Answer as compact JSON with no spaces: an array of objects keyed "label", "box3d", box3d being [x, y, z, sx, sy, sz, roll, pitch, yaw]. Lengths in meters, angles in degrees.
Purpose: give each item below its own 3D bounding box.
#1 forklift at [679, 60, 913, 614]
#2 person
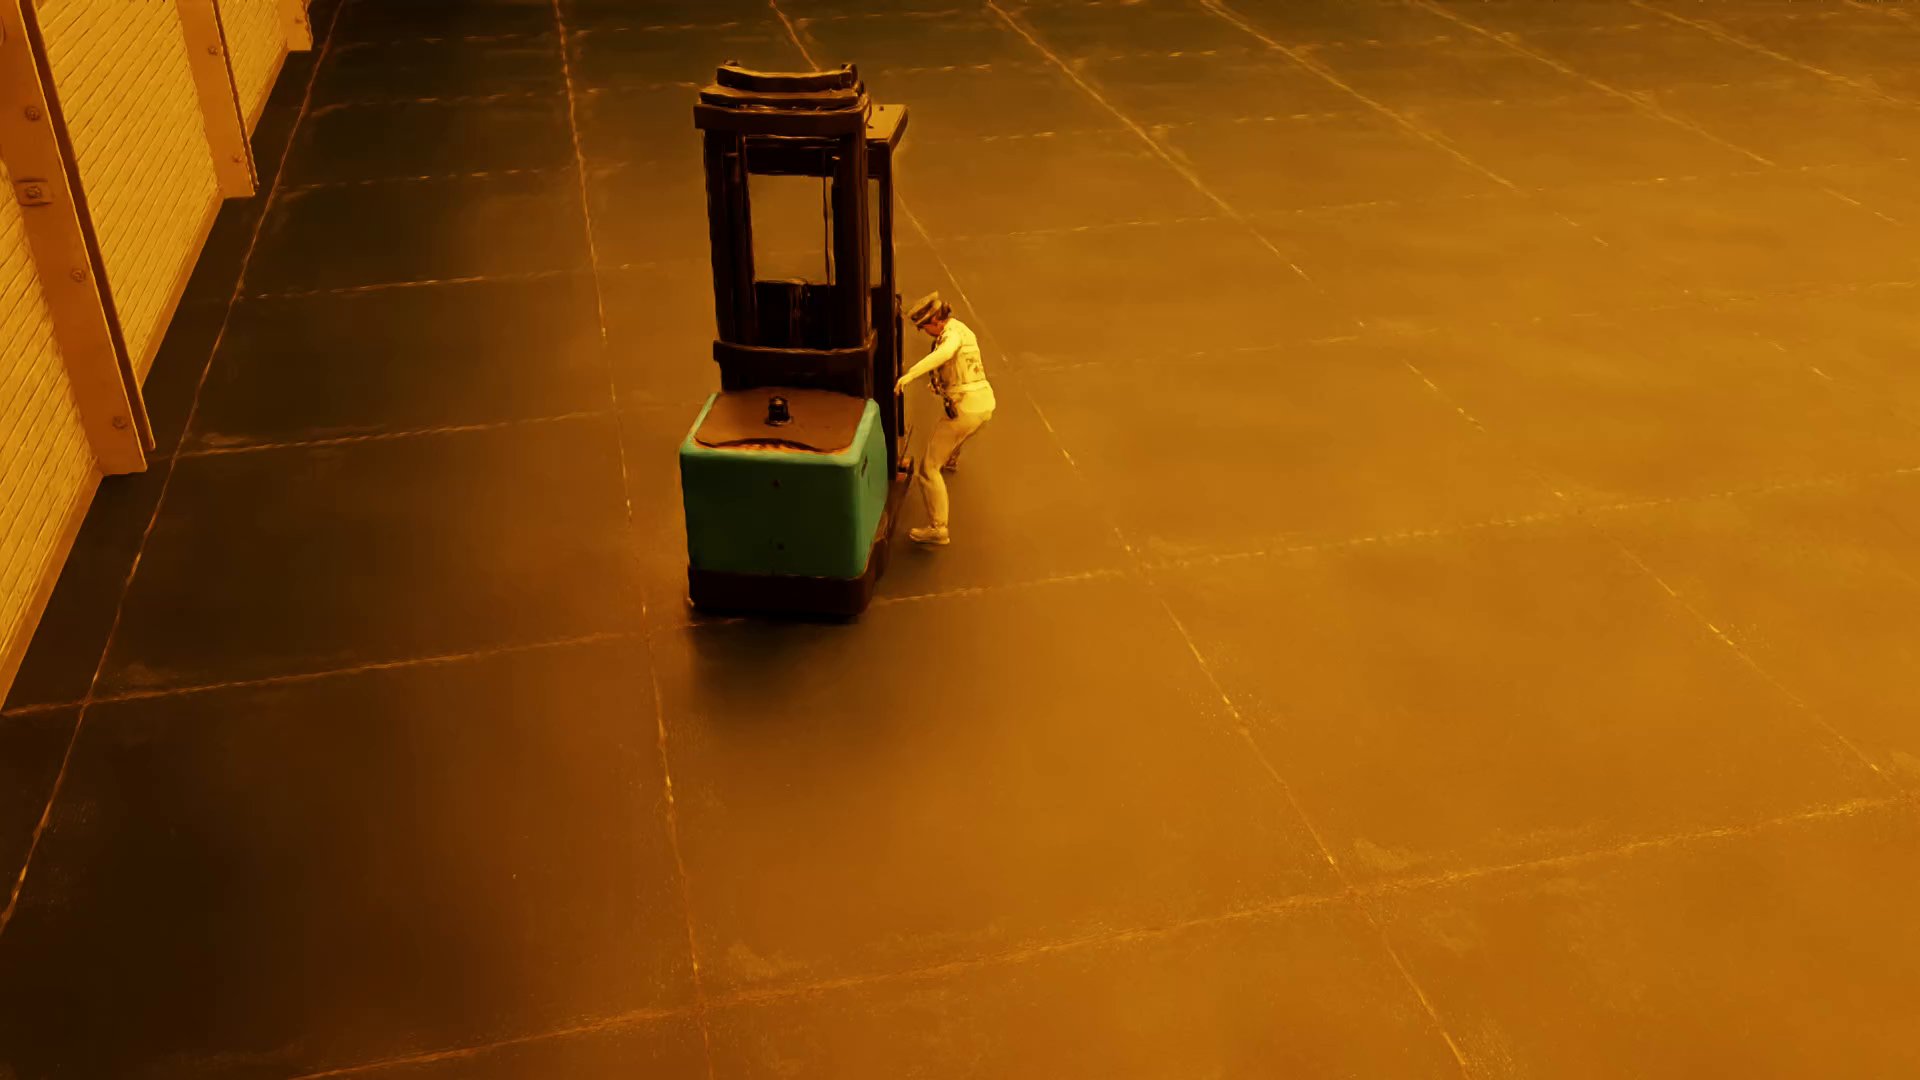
[{"label":"forklift","box3d":[-0.907,-1.554,10.259,1.130,2.935,3.031,3,30,6]},{"label":"person","box3d":[-0.113,-0.856,10.566,0.703,1.380,1.230,15,33,24]}]
